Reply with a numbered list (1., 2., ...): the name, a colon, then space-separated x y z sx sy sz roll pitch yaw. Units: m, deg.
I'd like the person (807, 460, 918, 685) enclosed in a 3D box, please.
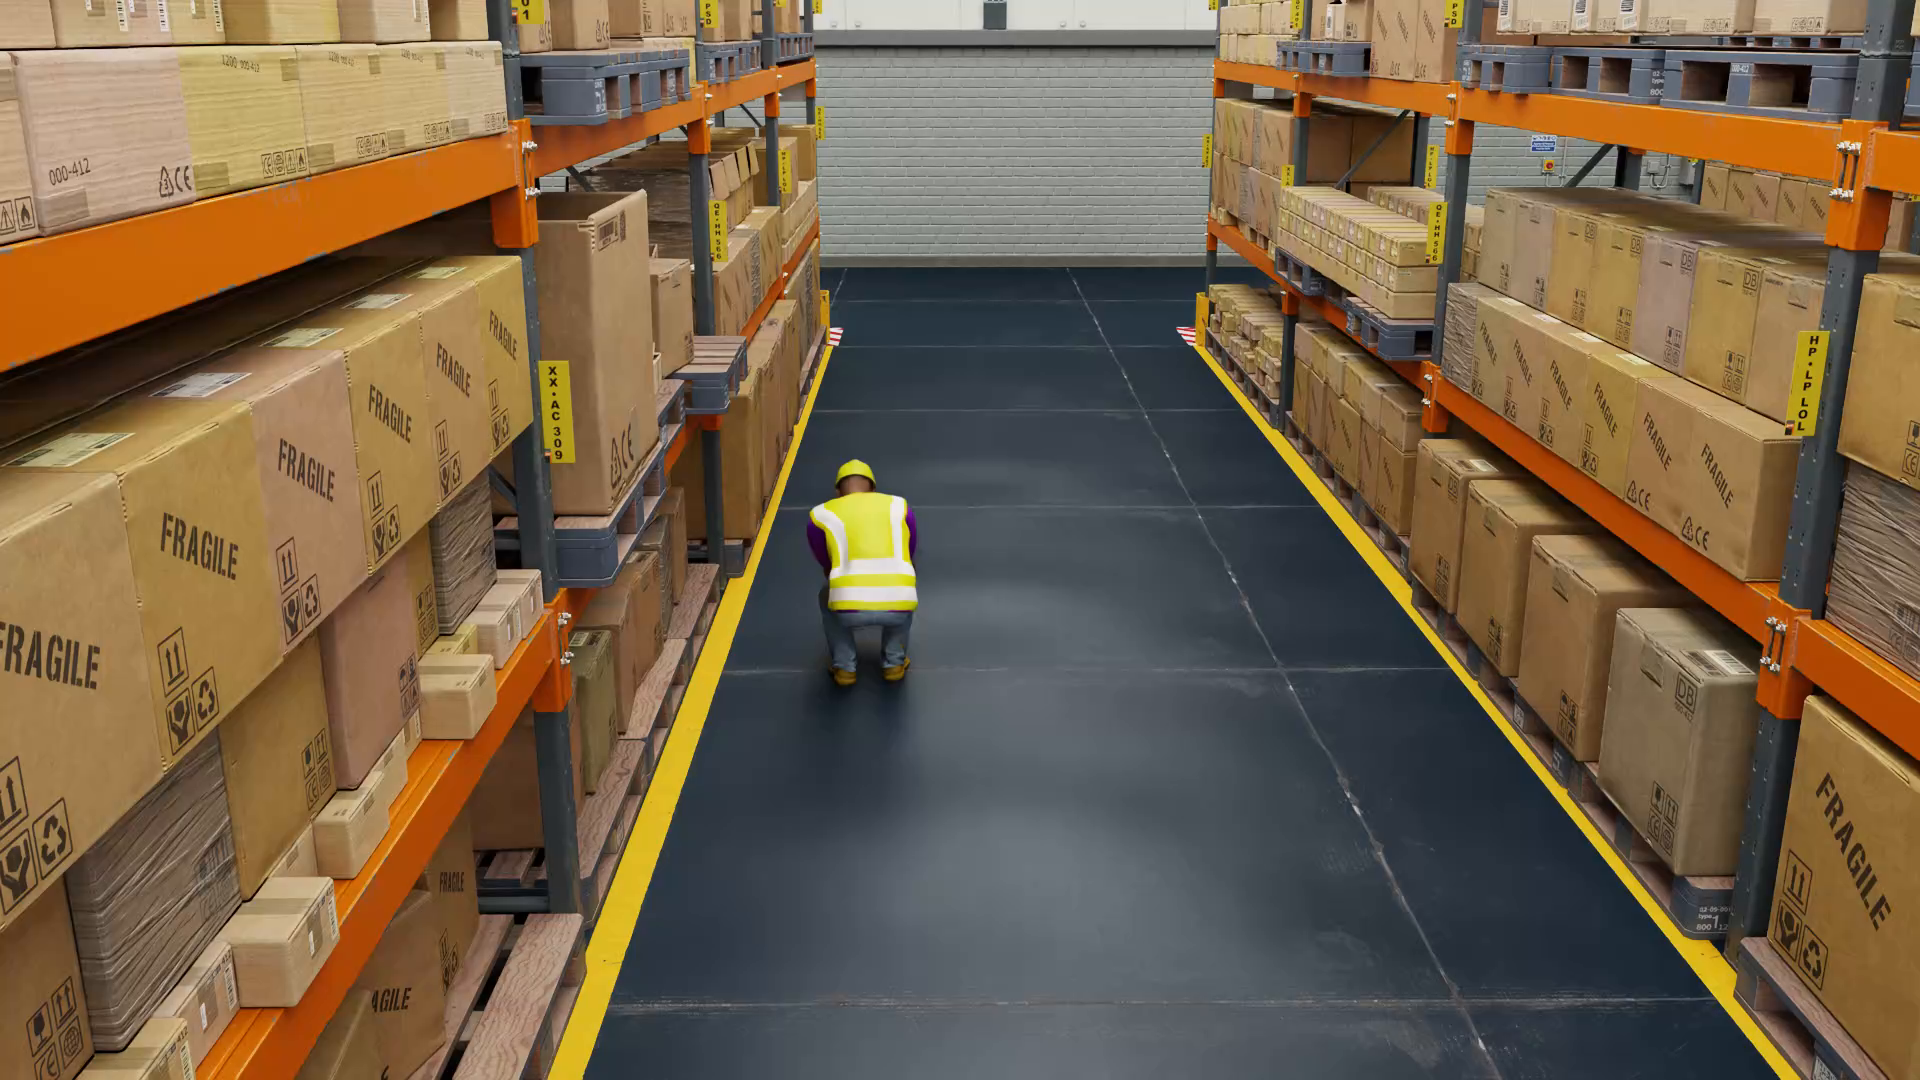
1. person: -0.486 0.155 8.306 0.546 1.011 0.900 -1 17 -4
